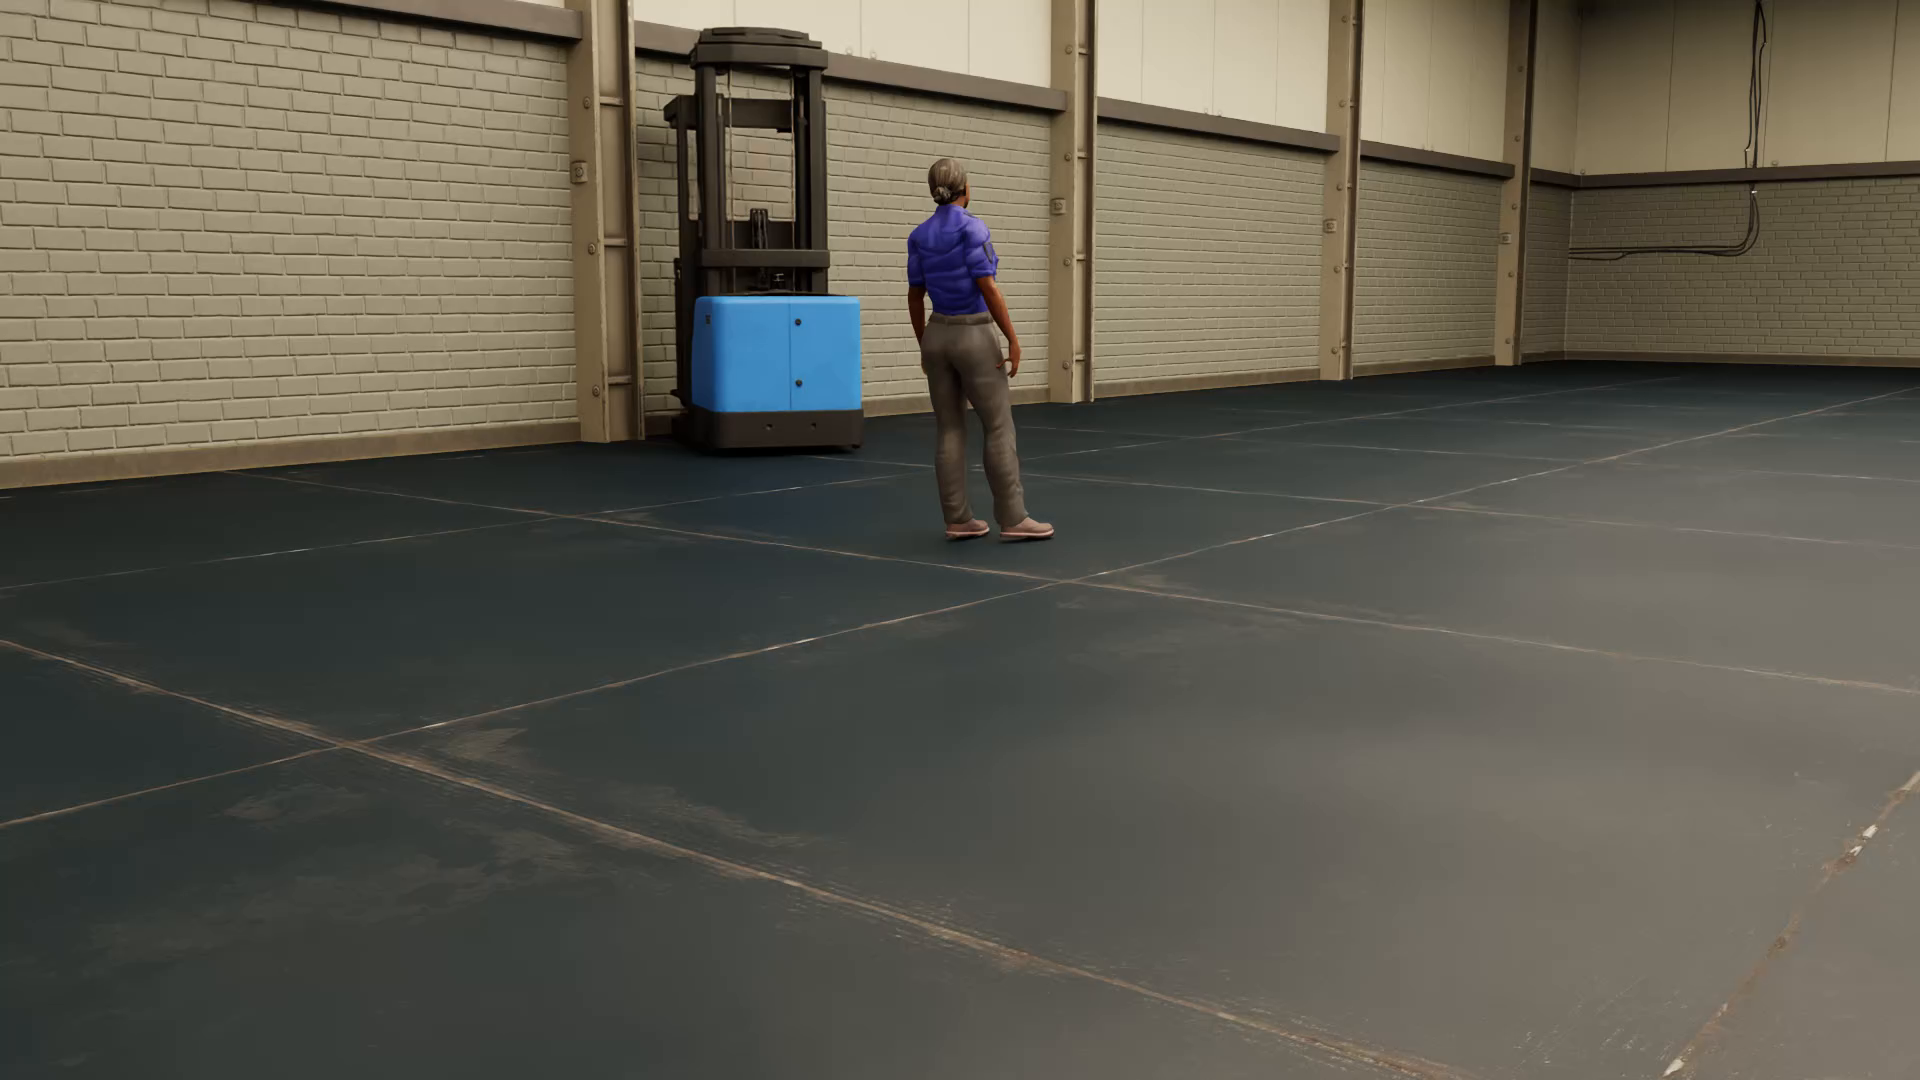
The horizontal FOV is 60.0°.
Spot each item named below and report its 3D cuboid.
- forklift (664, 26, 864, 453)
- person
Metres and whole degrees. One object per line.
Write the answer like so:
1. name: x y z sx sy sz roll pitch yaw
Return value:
1. forklift: -1.587 -2.218 12.438 1.130 2.935 3.031 -3 9 -17
2. person: 0.071 -0.834 7.339 0.569 1.656 0.503 7 11 38
